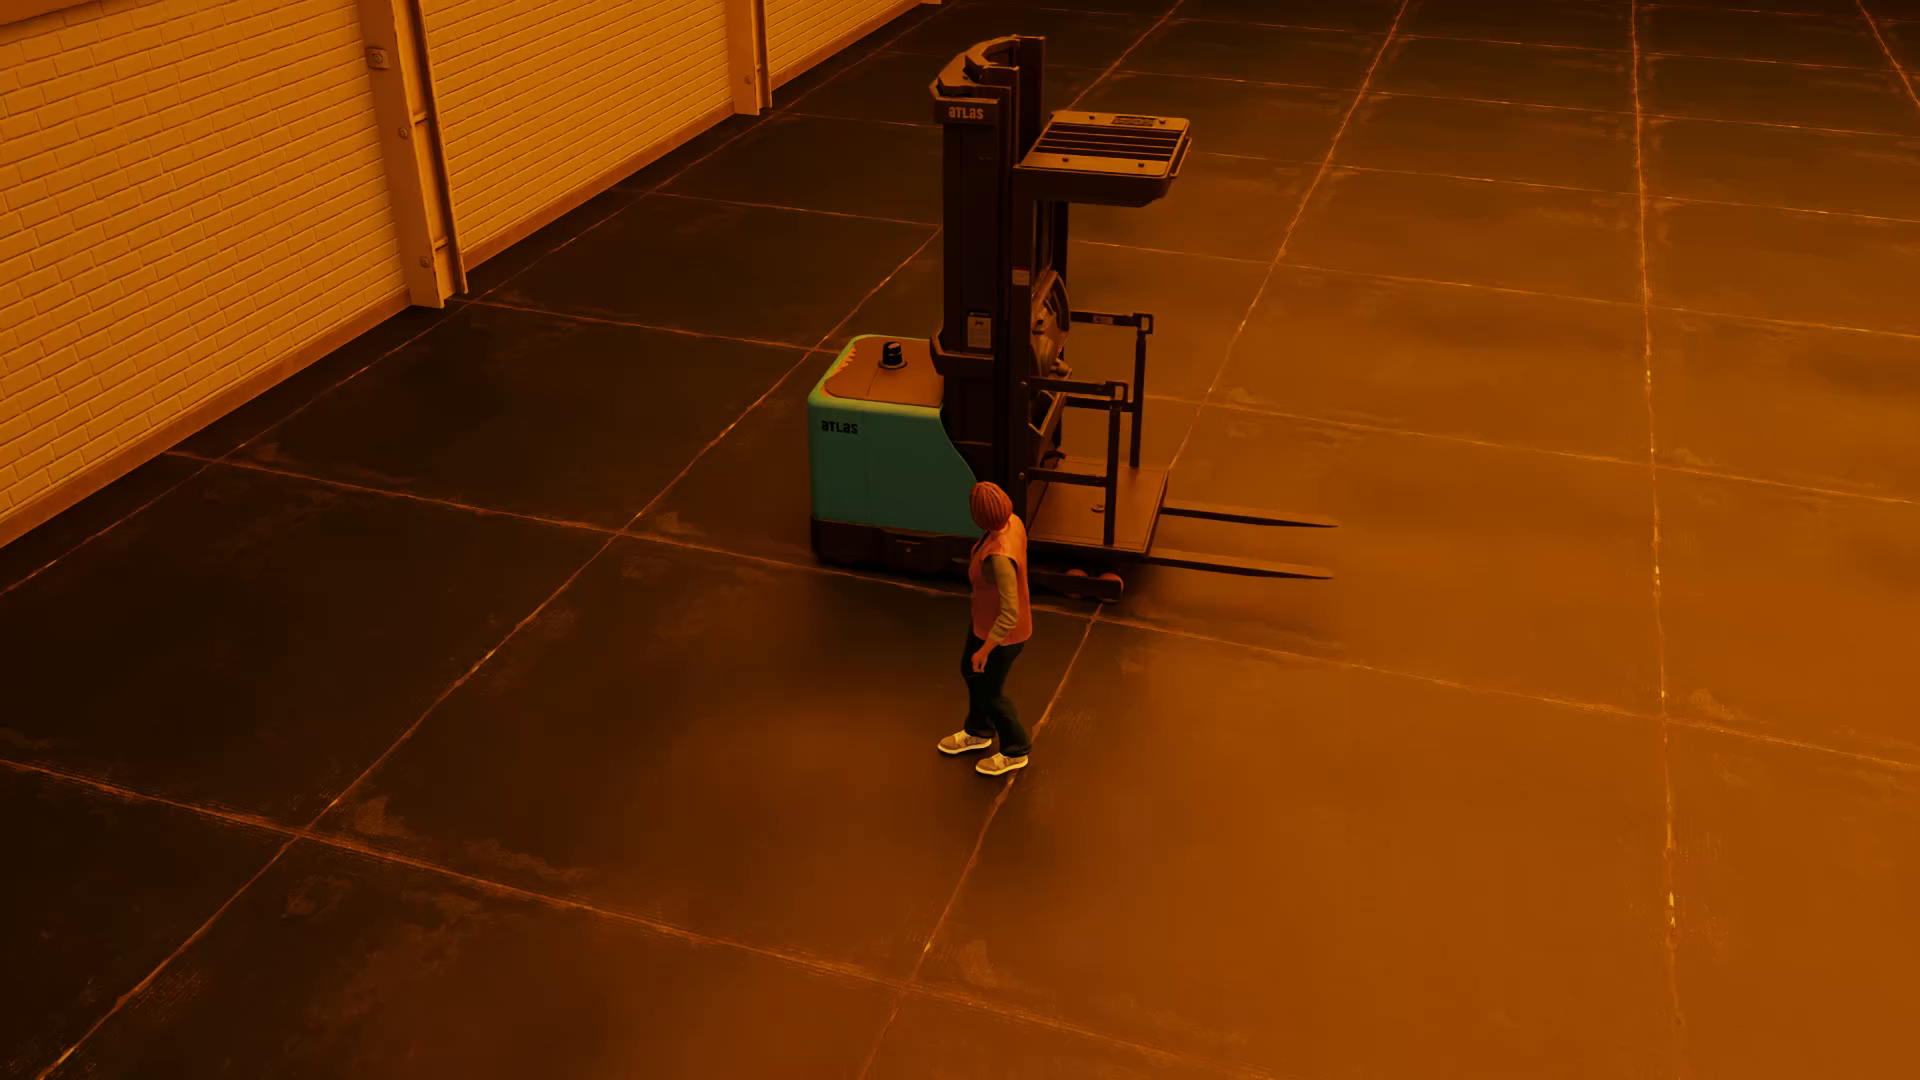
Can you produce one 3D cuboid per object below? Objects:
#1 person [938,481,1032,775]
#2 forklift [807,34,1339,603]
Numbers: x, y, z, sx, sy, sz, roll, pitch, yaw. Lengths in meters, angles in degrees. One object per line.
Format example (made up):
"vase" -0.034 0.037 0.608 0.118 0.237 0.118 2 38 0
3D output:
"person" 0.127 0.420 7.773 0.453 1.579 0.624 -2 30 -4
"forklift" 0.692 -1.206 9.253 3.031 2.935 1.130 7 30 12
